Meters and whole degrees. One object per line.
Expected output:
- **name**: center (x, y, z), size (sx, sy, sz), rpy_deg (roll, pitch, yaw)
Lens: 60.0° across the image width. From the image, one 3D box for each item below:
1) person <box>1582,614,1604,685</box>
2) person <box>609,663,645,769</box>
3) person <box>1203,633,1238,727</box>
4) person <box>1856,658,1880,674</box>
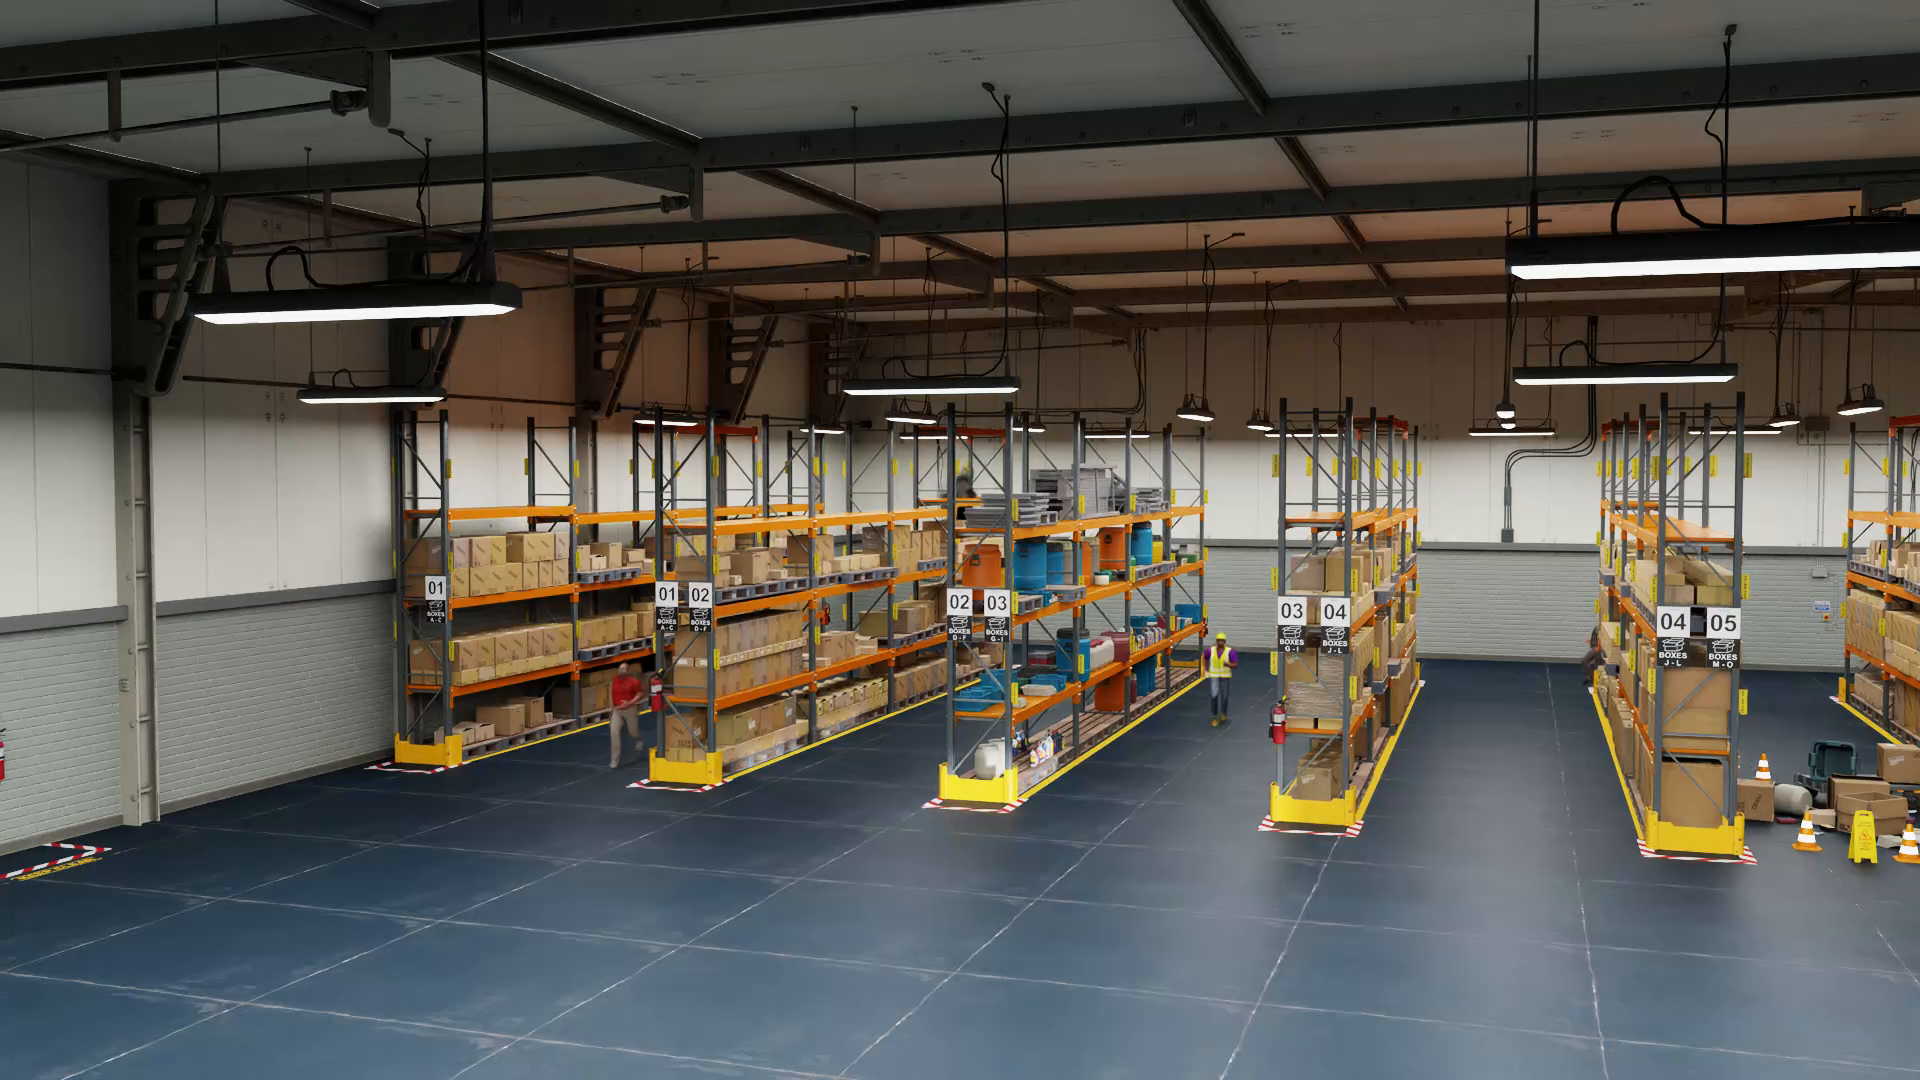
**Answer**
- **person**: center (14.673, 2.533, 38.351), size (0.673, 1.730, 0.696), rpy_deg (2, 3, 34)
- **person**: center (-5.668, 2.957, 28.248), size (0.631, 1.748, 1.088), rpy_deg (0, 2, 10)
- **person**: center (5.081, 2.727, 32.493), size (0.678, 1.830, 0.777), rpy_deg (0, 2, 8)
- **person**: center (20.102, 2.576, 36.700), size (0.717, 1.734, 0.566), rpy_deg (-1, 3, -30)
